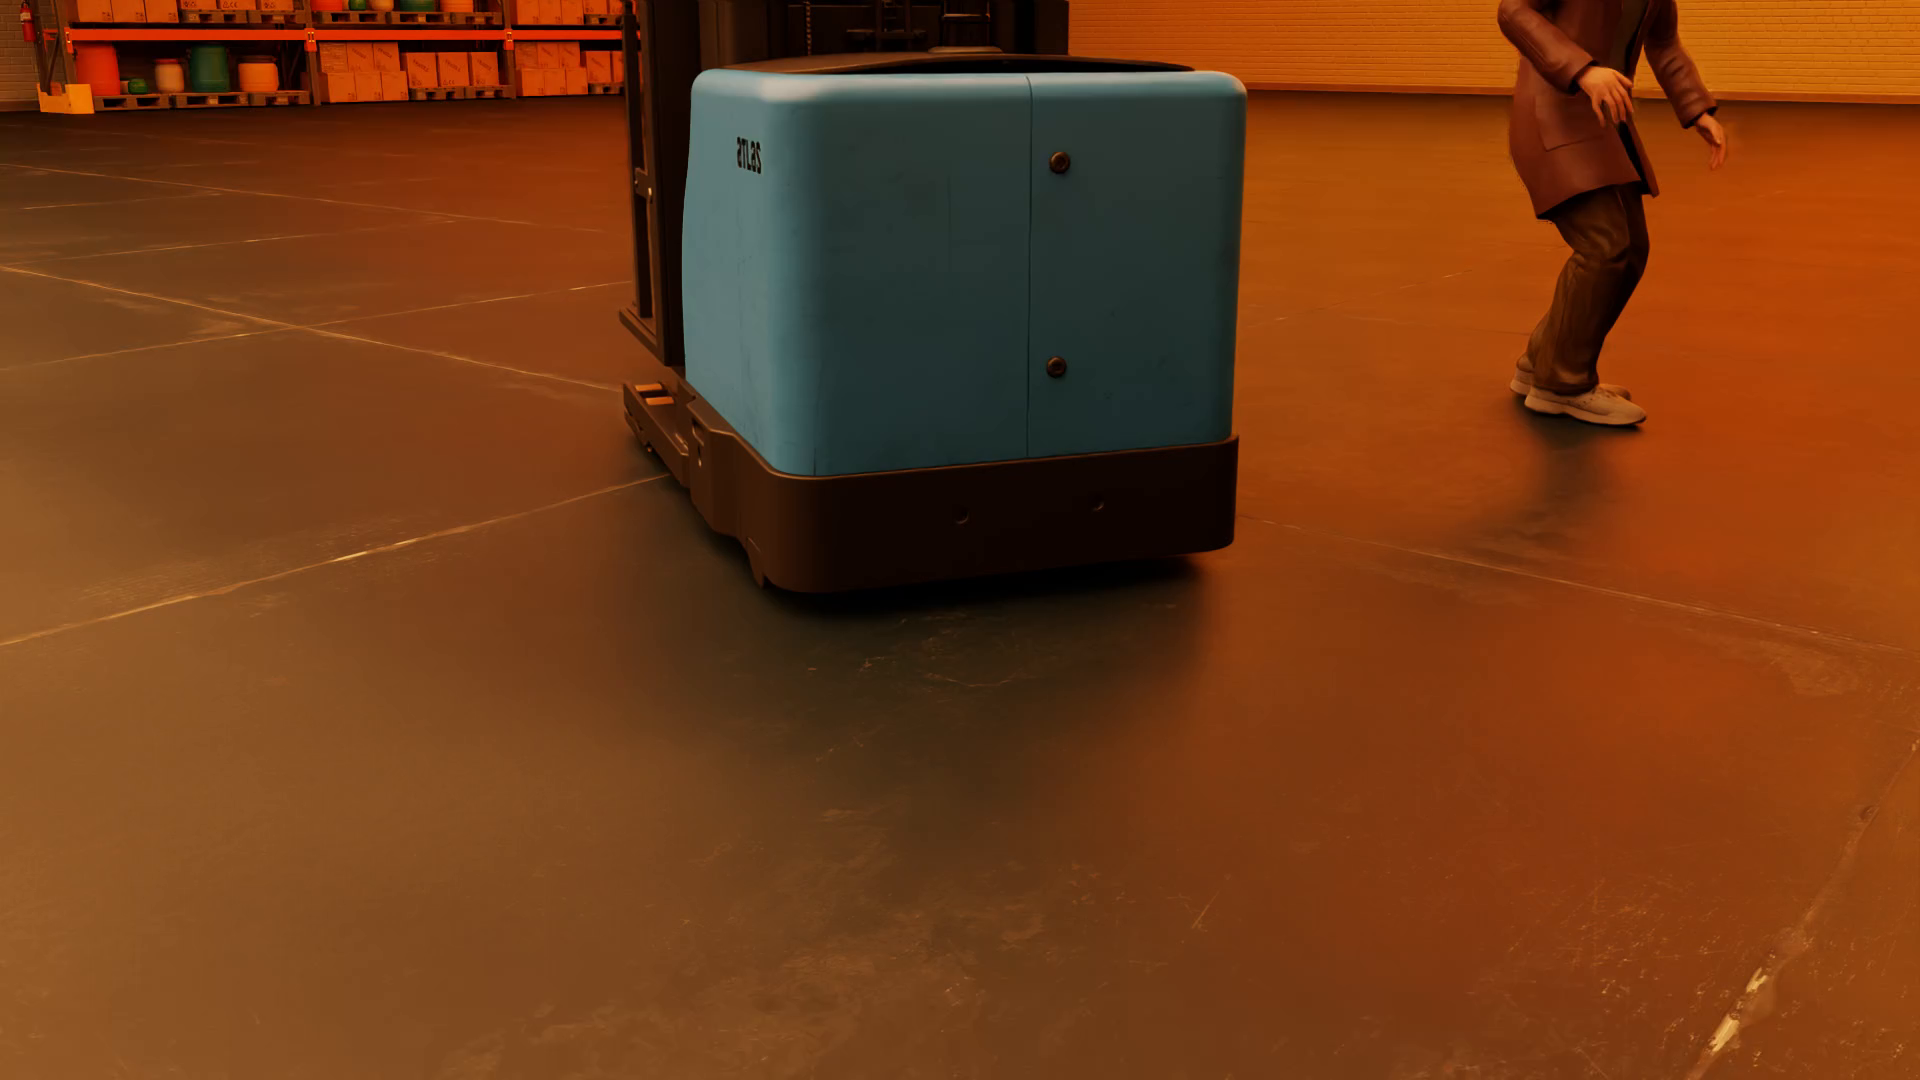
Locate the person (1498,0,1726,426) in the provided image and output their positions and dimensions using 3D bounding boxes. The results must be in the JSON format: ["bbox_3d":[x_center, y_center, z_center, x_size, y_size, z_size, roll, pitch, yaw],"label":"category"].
[{"bbox_3d":[1.993,-1.238,5.084,0.808,1.733,0.548,-14,22,-39],"label":"person"}]

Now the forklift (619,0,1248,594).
[{"bbox_3d":[-0.361,-1.682,4.438,1.130,2.935,3.031,-6,18,-19],"label":"forklift"}]
